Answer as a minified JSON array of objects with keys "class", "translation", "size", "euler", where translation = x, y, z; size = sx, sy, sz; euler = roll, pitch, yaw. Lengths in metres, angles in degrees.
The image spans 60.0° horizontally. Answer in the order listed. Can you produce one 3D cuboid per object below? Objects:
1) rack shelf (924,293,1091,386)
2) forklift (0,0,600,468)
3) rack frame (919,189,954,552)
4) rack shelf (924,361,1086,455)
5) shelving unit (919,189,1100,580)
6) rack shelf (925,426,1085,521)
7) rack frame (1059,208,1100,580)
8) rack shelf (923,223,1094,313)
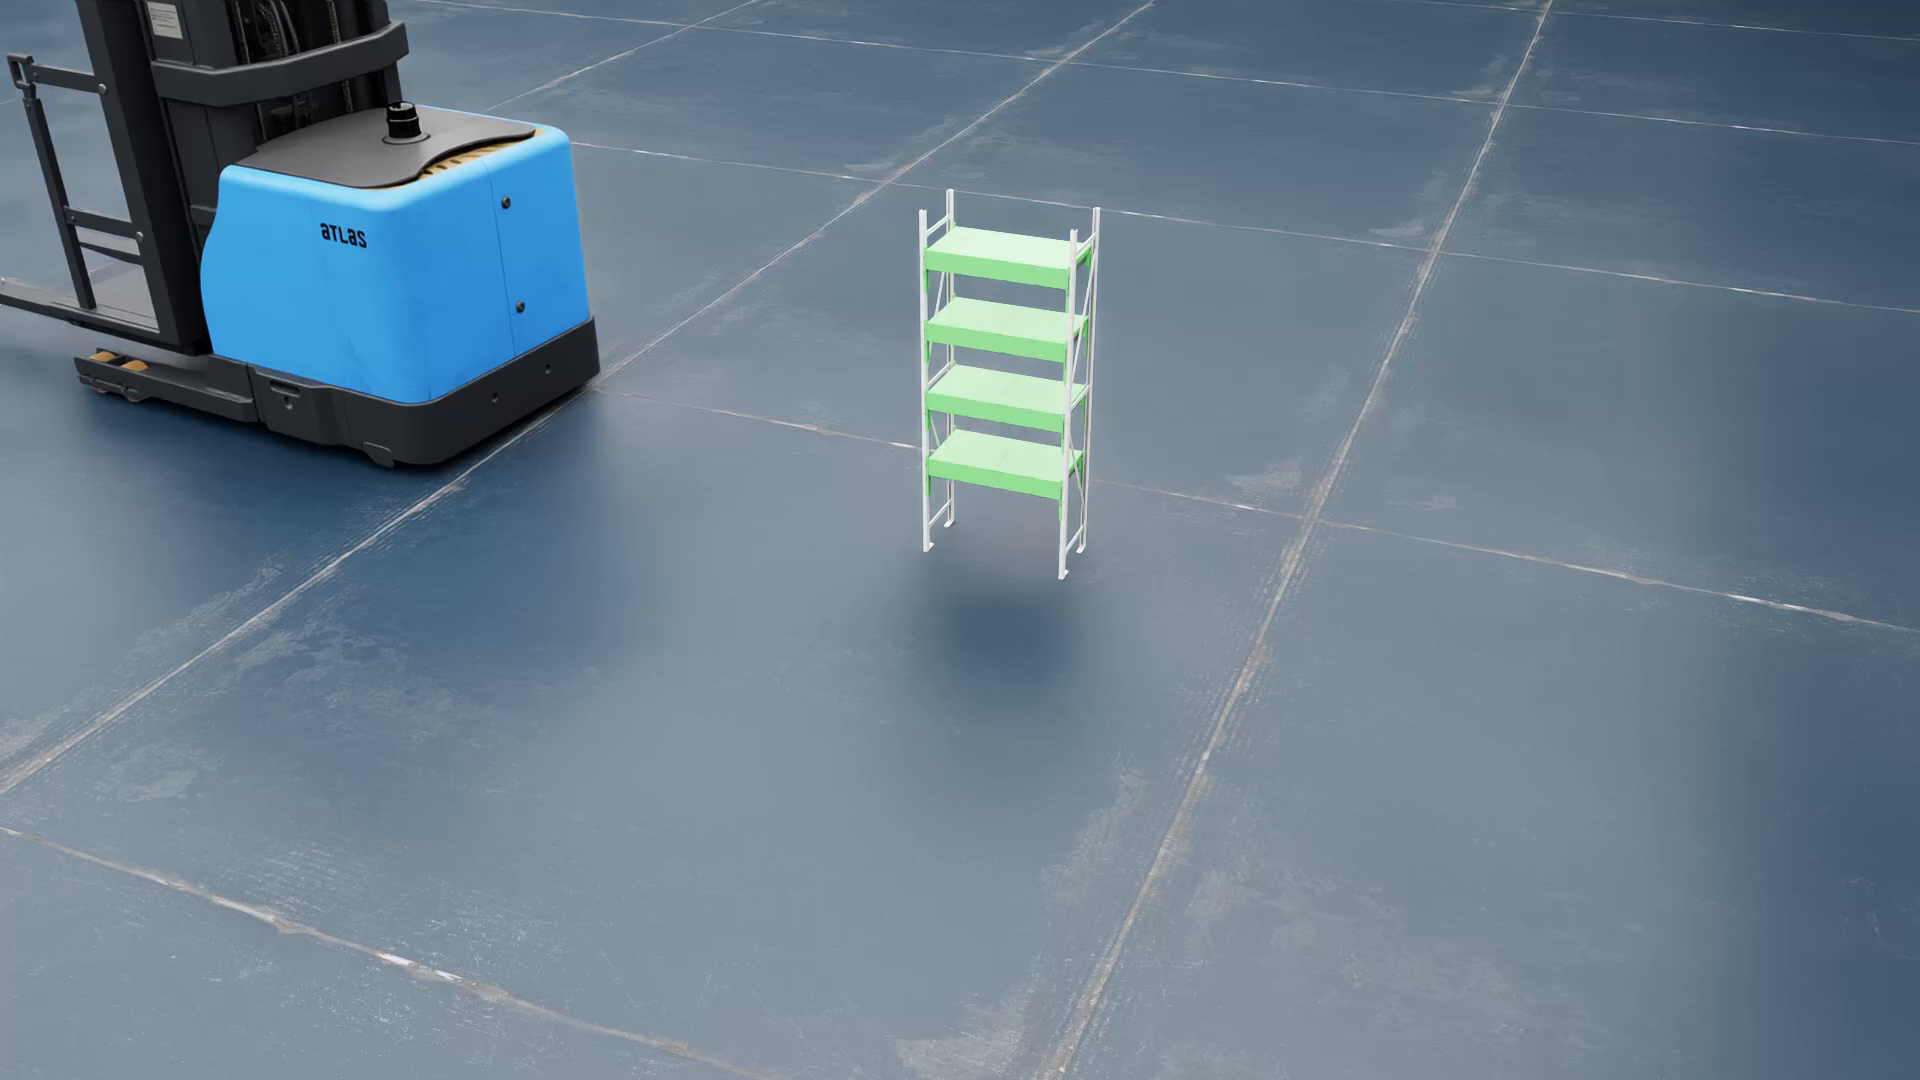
[{"class":"rack shelf","translation":[0.153,-0.645,5.314],"size":[0.480,0.148,0.258],"euler":[11,31,19]},{"class":"forklift","translation":[-3.025,-2.046,6.391],"size":[3.031,2.935,1.130],"euler":[15,33,24]},{"class":"rack frame","translation":[-0.073,-0.537,5.480],"size":[0.015,1.200,0.240],"euler":[11,31,19]},{"class":"rack shelf","translation":[0.153,-0.436,5.432],"size":[0.480,0.148,0.258],"euler":[11,31,19]},{"class":"shelving unit","translation":[0.153,-0.492,5.401],"size":[0.503,1.200,0.258],"euler":[11,31,19]},{"class":"rack shelf","translation":[0.153,-0.227,5.550],"size":[0.480,0.148,0.258],"euler":[11,31,19]},{"class":"rack frame","translation":[0.379,-0.447,5.321],"size":[0.015,1.200,0.240],"euler":[11,31,19]},{"class":"rack shelf","translation":[0.153,-0.854,5.196],"size":[0.480,0.148,0.258],"euler":[11,31,19]}]
